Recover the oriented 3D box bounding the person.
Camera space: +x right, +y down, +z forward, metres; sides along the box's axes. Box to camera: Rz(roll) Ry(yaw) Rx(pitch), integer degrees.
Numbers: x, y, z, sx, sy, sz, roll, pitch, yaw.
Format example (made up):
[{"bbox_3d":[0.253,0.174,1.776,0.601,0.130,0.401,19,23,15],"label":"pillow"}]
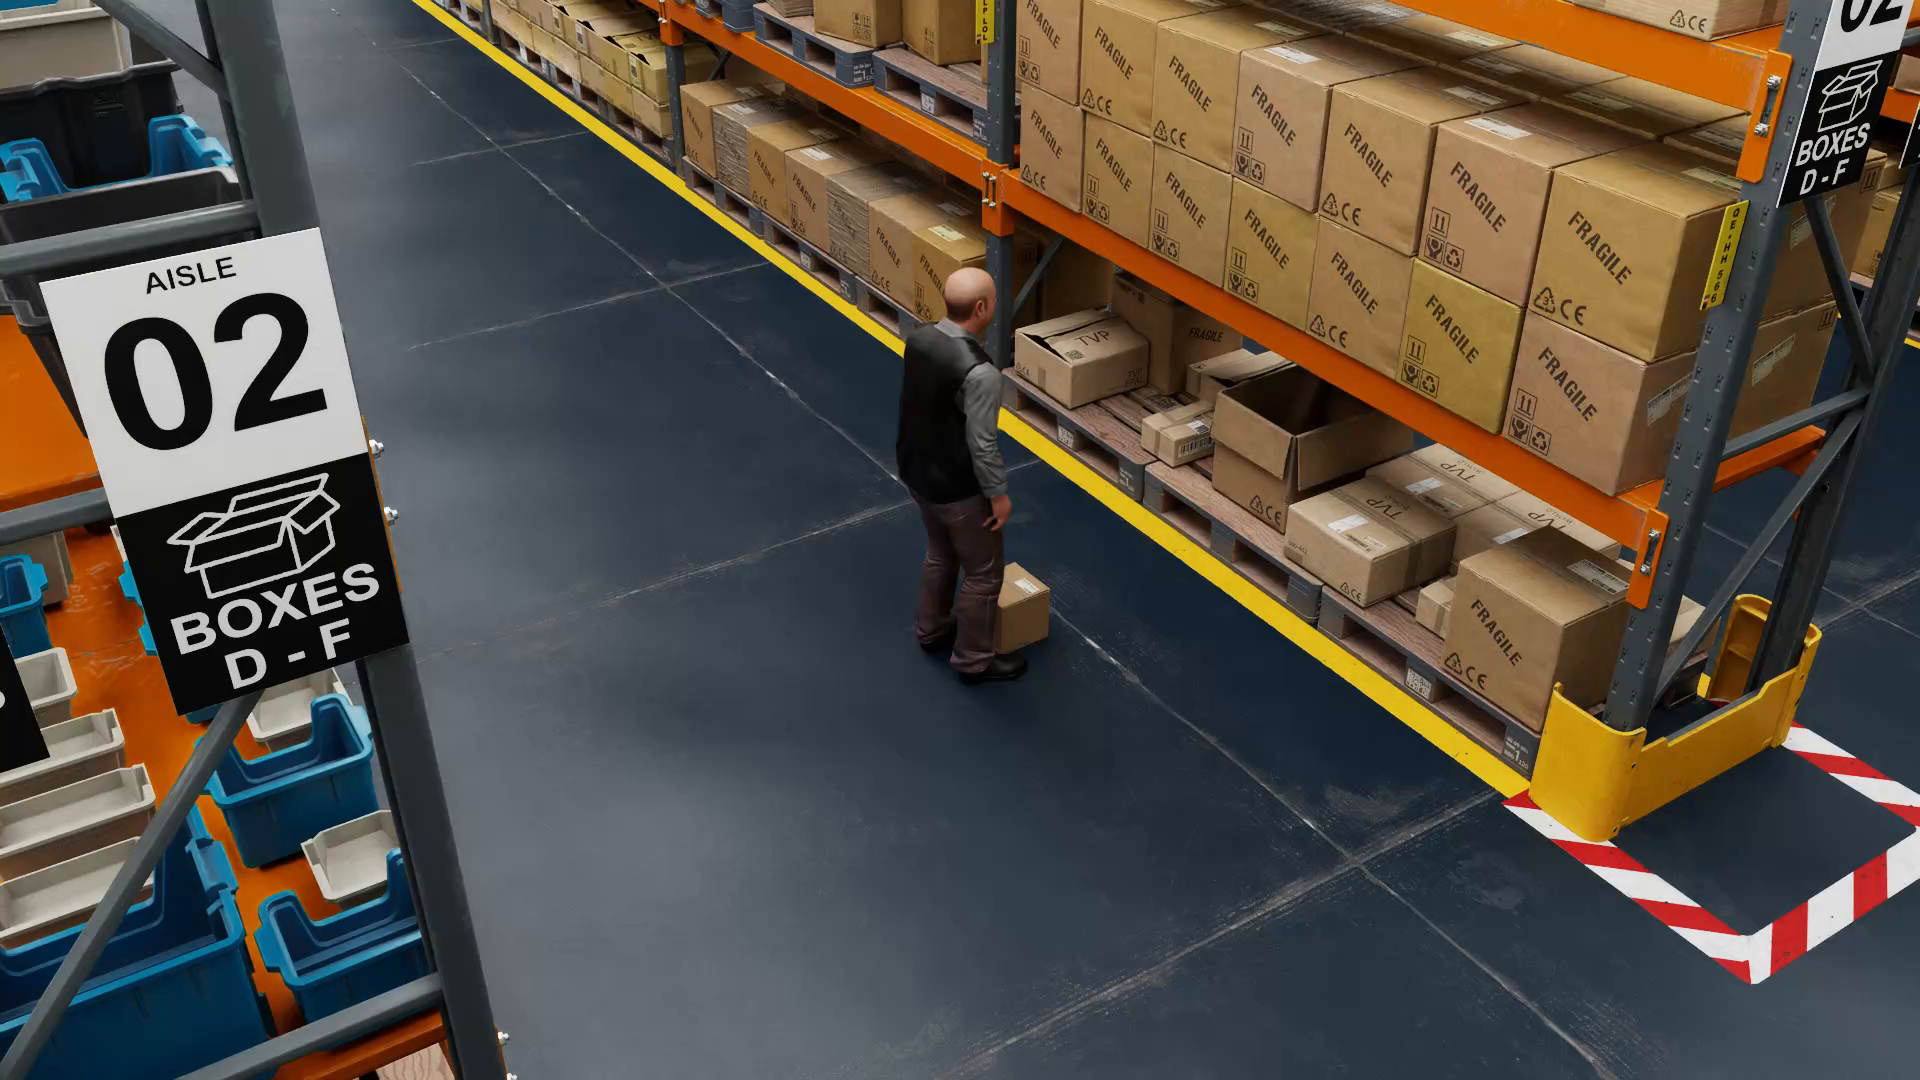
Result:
[{"bbox_3d":[-0.021,-0.240,6.539,0.421,1.721,0.580,-19,37,-27],"label":"person"}]
